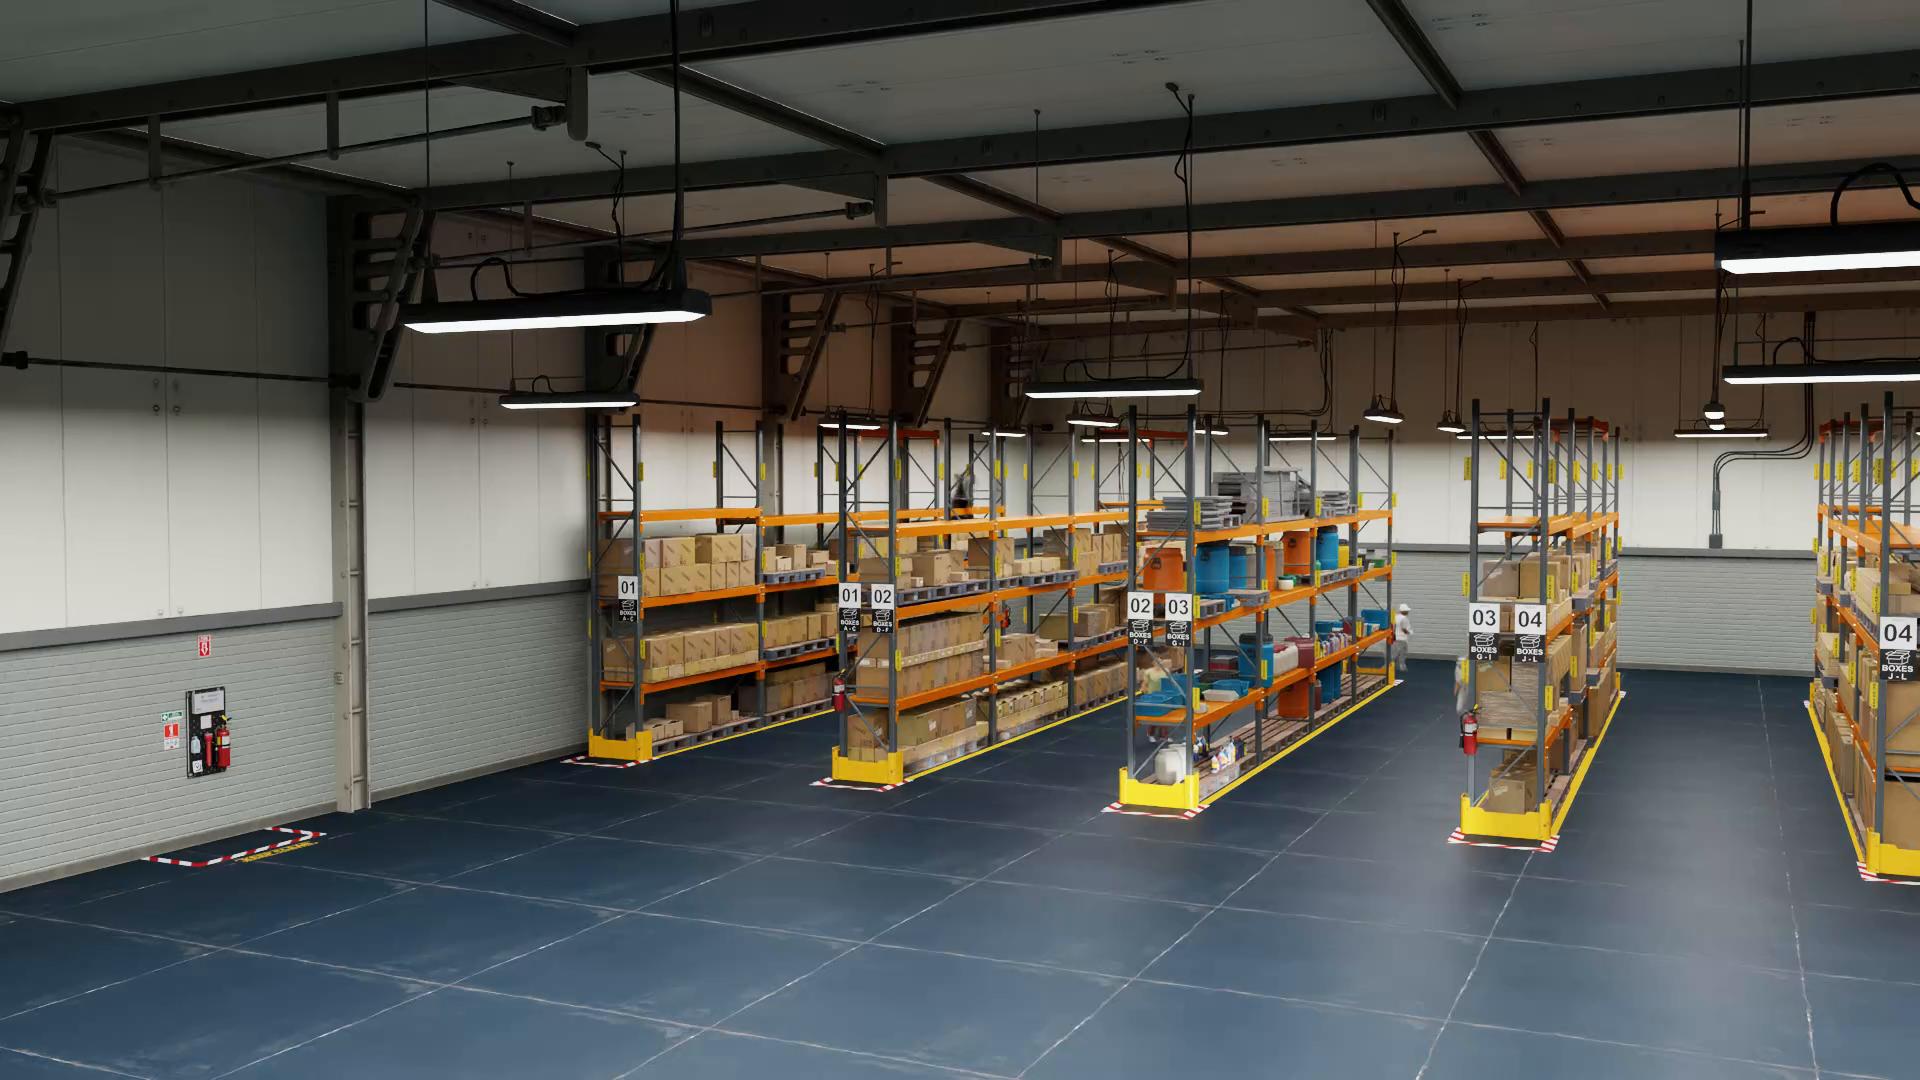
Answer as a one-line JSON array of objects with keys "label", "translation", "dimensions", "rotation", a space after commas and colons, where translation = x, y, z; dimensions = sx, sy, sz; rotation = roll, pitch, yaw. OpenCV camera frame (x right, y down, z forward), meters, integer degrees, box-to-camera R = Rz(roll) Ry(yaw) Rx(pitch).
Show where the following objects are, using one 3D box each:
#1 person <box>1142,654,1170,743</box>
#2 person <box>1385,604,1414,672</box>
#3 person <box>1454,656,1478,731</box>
[{"label": "person", "translation": [3.643, 2.925, 30.689], "dimensions": [0.531, 1.641, 0.548], "rotation": [-1, 2, -12]}, {"label": "person", "translation": [10.884, 2.456, 41.221], "dimensions": [0.682, 1.776, 0.847], "rotation": [0, 2, 5]}, {"label": "person", "translation": [9.798, 2.955, 31.927], "dimensions": [0.608, 1.483, 0.978], "rotation": [2, 3, 42]}]
